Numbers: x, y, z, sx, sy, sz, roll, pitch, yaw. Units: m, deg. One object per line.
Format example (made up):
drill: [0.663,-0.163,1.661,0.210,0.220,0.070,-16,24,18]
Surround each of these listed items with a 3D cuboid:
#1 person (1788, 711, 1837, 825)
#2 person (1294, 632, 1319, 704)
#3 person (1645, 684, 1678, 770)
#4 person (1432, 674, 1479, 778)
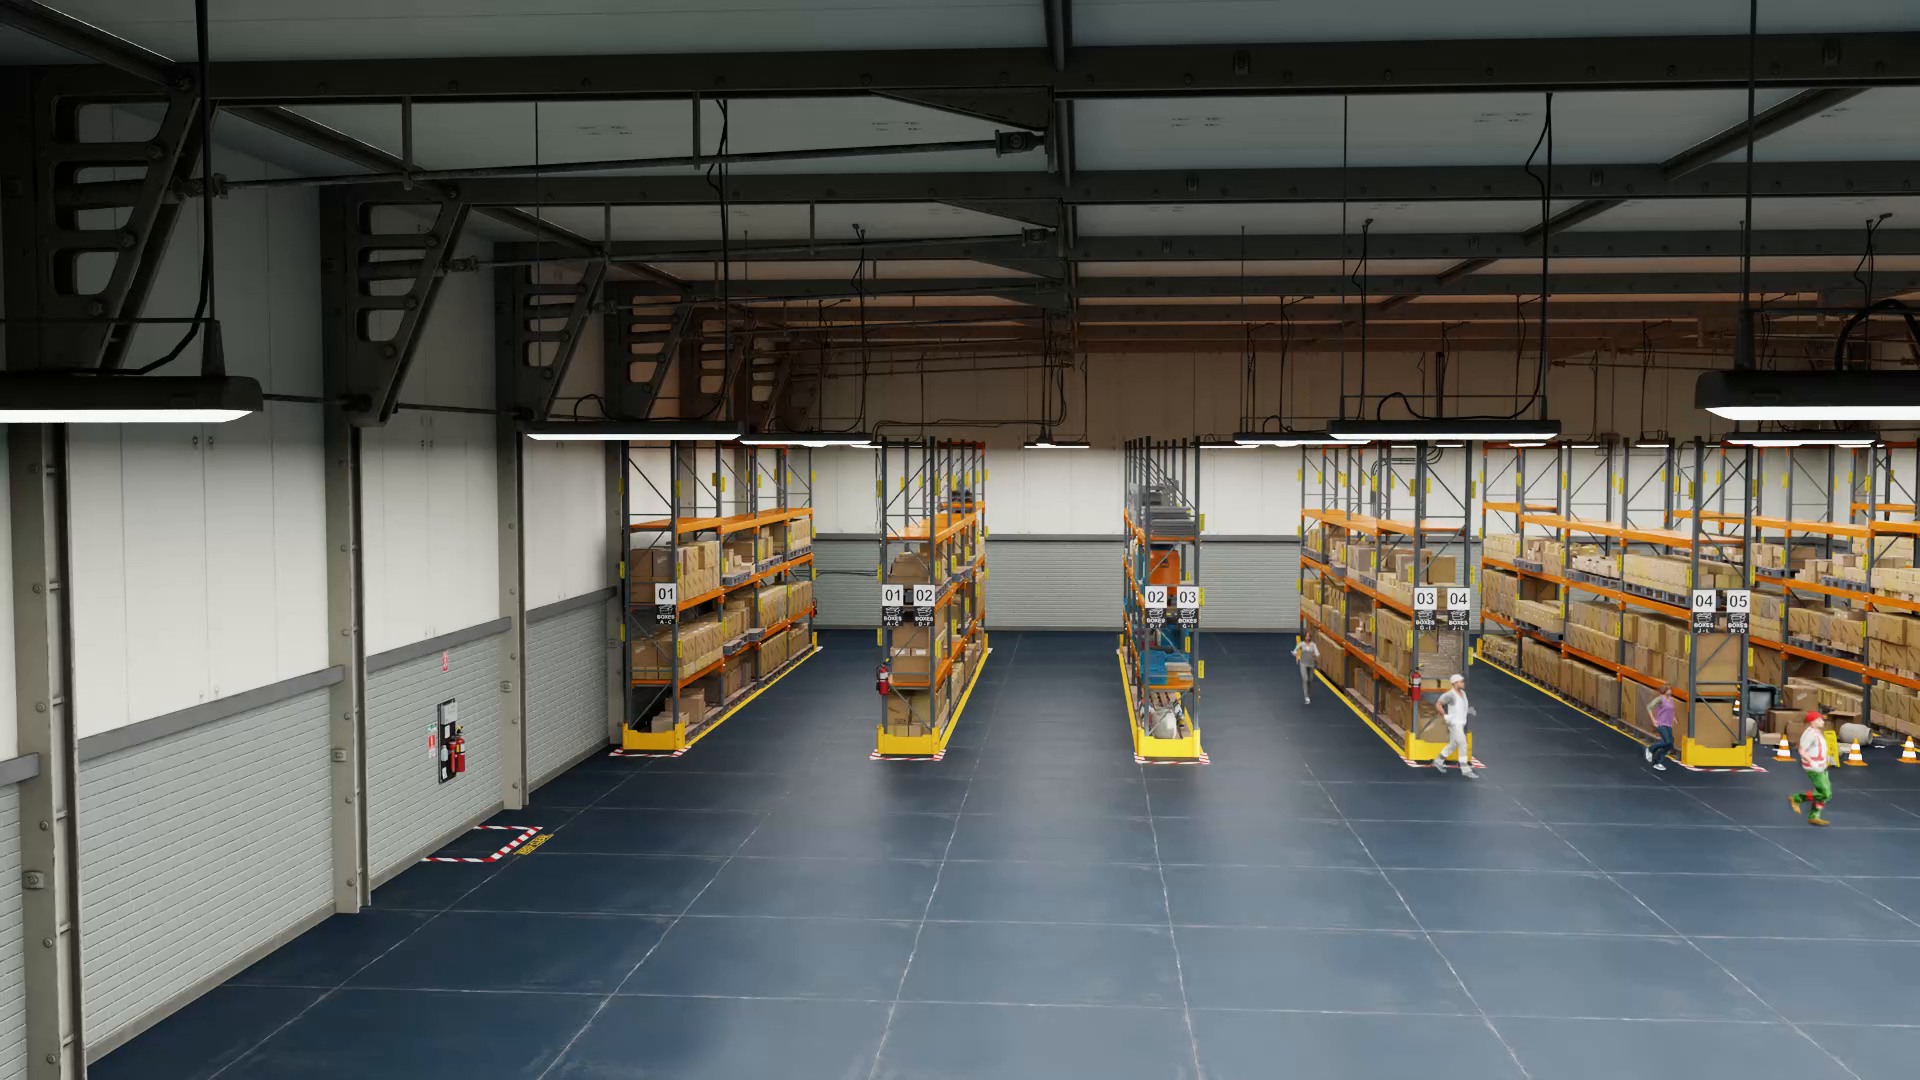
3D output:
person: [13.082,3.488,25.515,0.606,1.737,0.670,3,4,40]
person: [7.898,2.877,37.852,0.534,1.590,0.889,0,3,-1]
person: [12.690,3.360,29.965,0.595,1.539,0.495,-2,4,-32]
person: [8.695,3.234,29.116,0.907,1.777,0.657,3,4,43]
